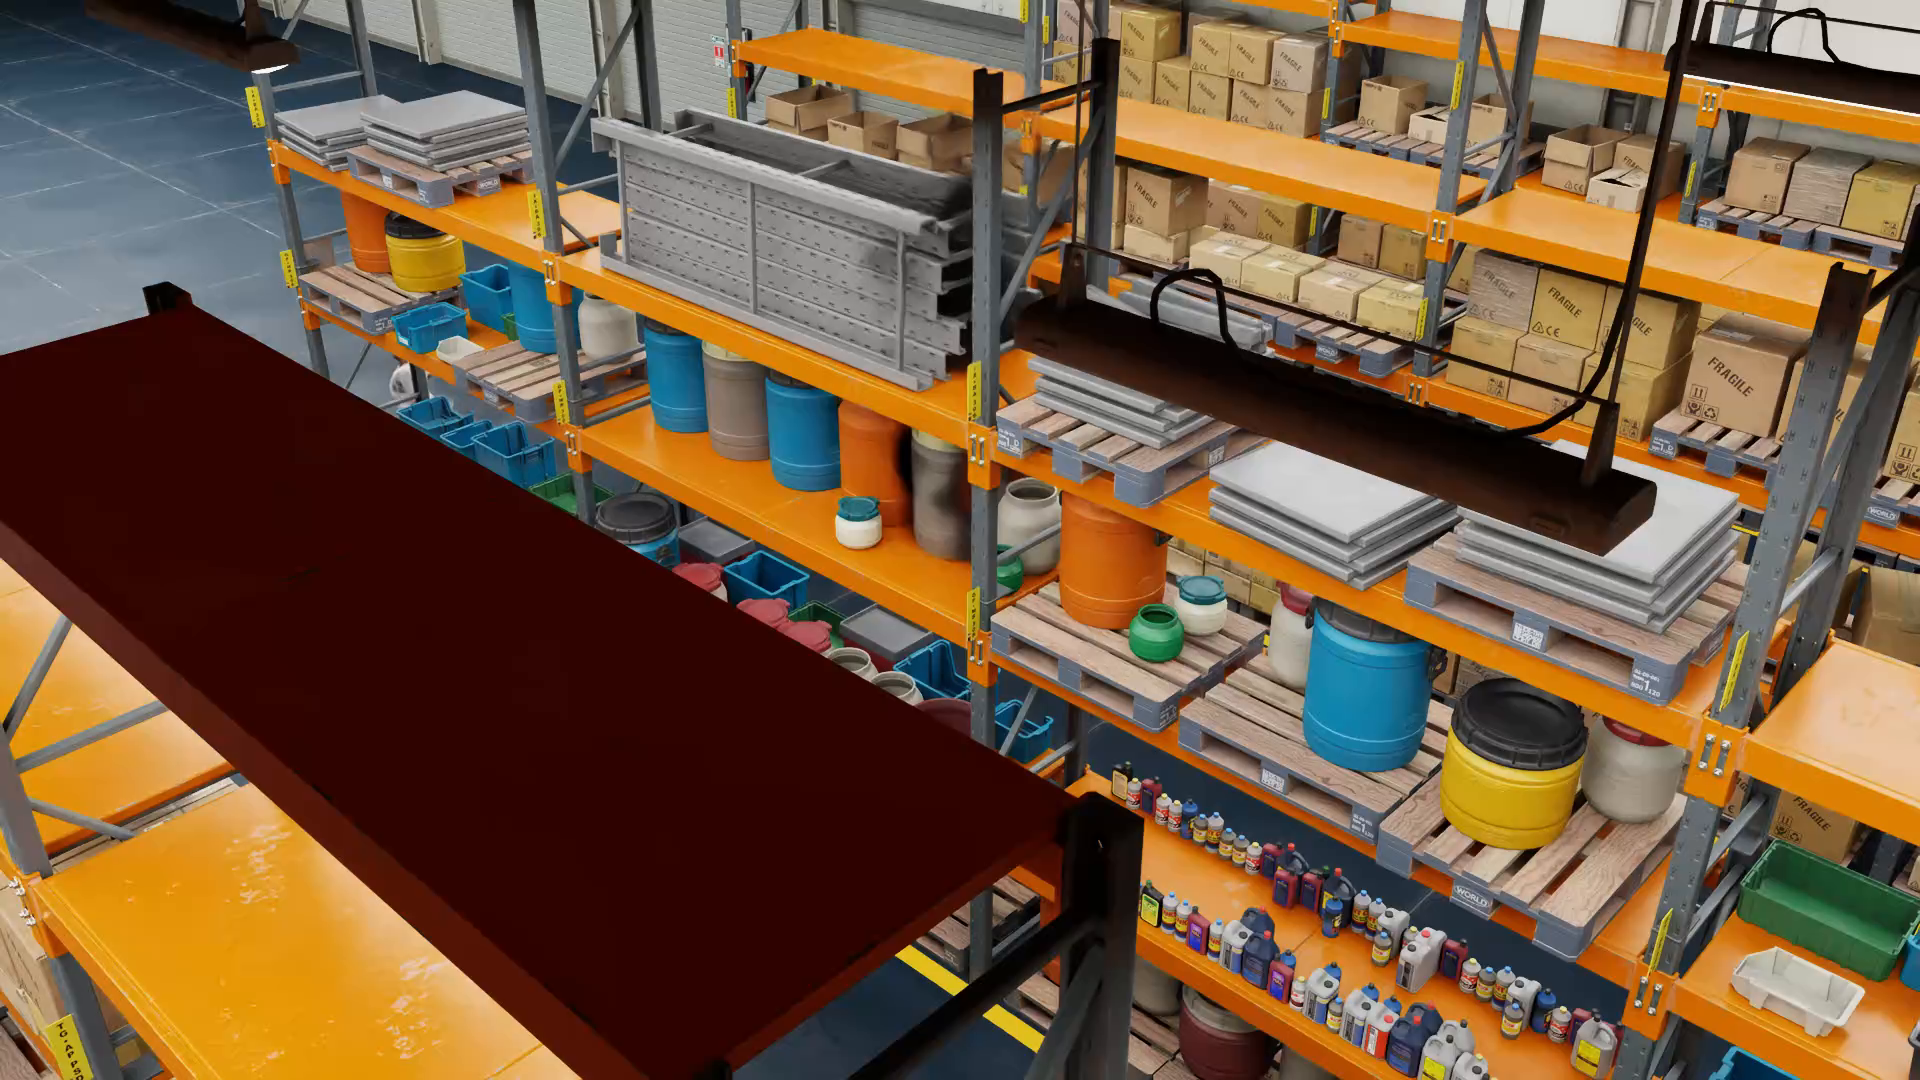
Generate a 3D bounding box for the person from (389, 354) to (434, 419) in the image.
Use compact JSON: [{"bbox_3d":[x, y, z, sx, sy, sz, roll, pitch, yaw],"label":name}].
[{"bbox_3d":[-5.485,-1.282,16.725,0.951,1.735,0.744,3,30,6],"label":"person"}]
